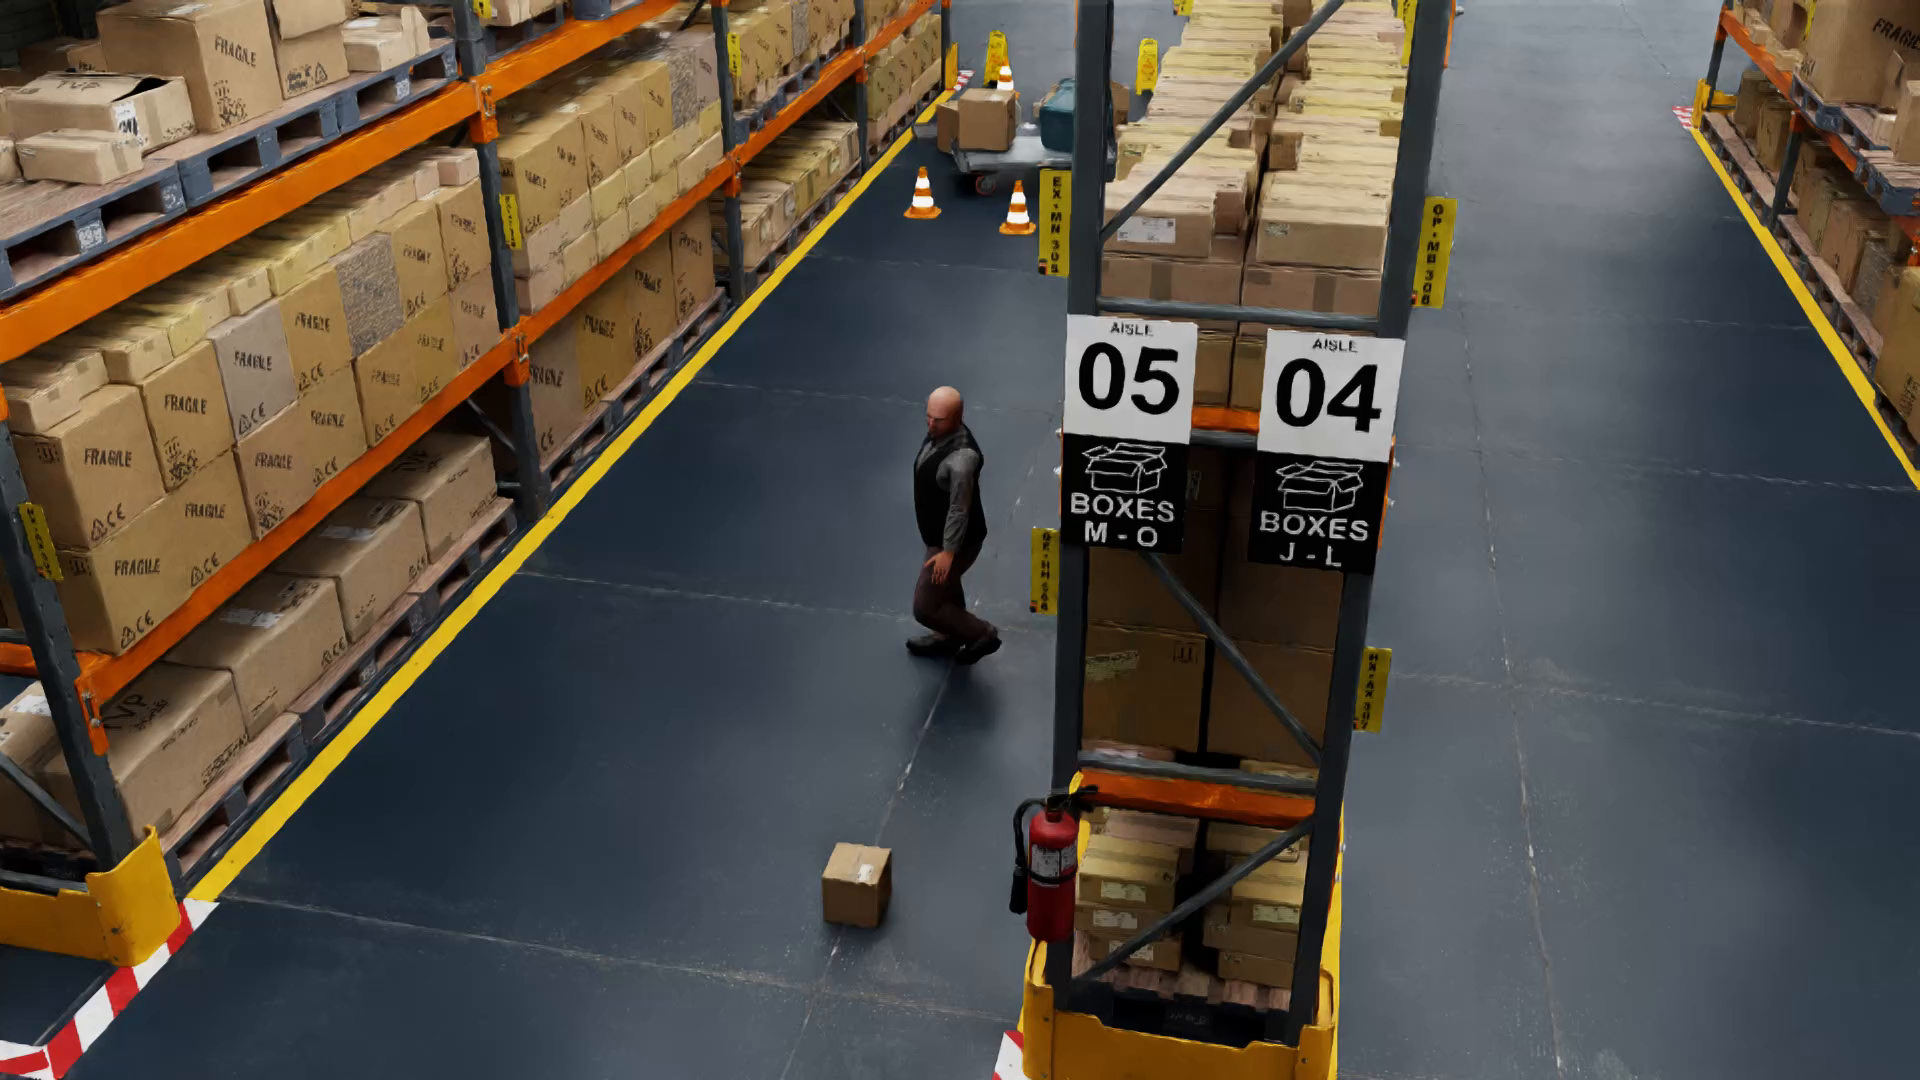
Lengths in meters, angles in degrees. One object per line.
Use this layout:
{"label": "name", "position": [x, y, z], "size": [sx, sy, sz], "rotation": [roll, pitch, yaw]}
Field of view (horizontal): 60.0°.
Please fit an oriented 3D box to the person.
{"label": "person", "position": [-0.031, -0.035, 8.701], "size": [0.486, 1.707, 0.603], "rotation": [-5, 29, -9]}
